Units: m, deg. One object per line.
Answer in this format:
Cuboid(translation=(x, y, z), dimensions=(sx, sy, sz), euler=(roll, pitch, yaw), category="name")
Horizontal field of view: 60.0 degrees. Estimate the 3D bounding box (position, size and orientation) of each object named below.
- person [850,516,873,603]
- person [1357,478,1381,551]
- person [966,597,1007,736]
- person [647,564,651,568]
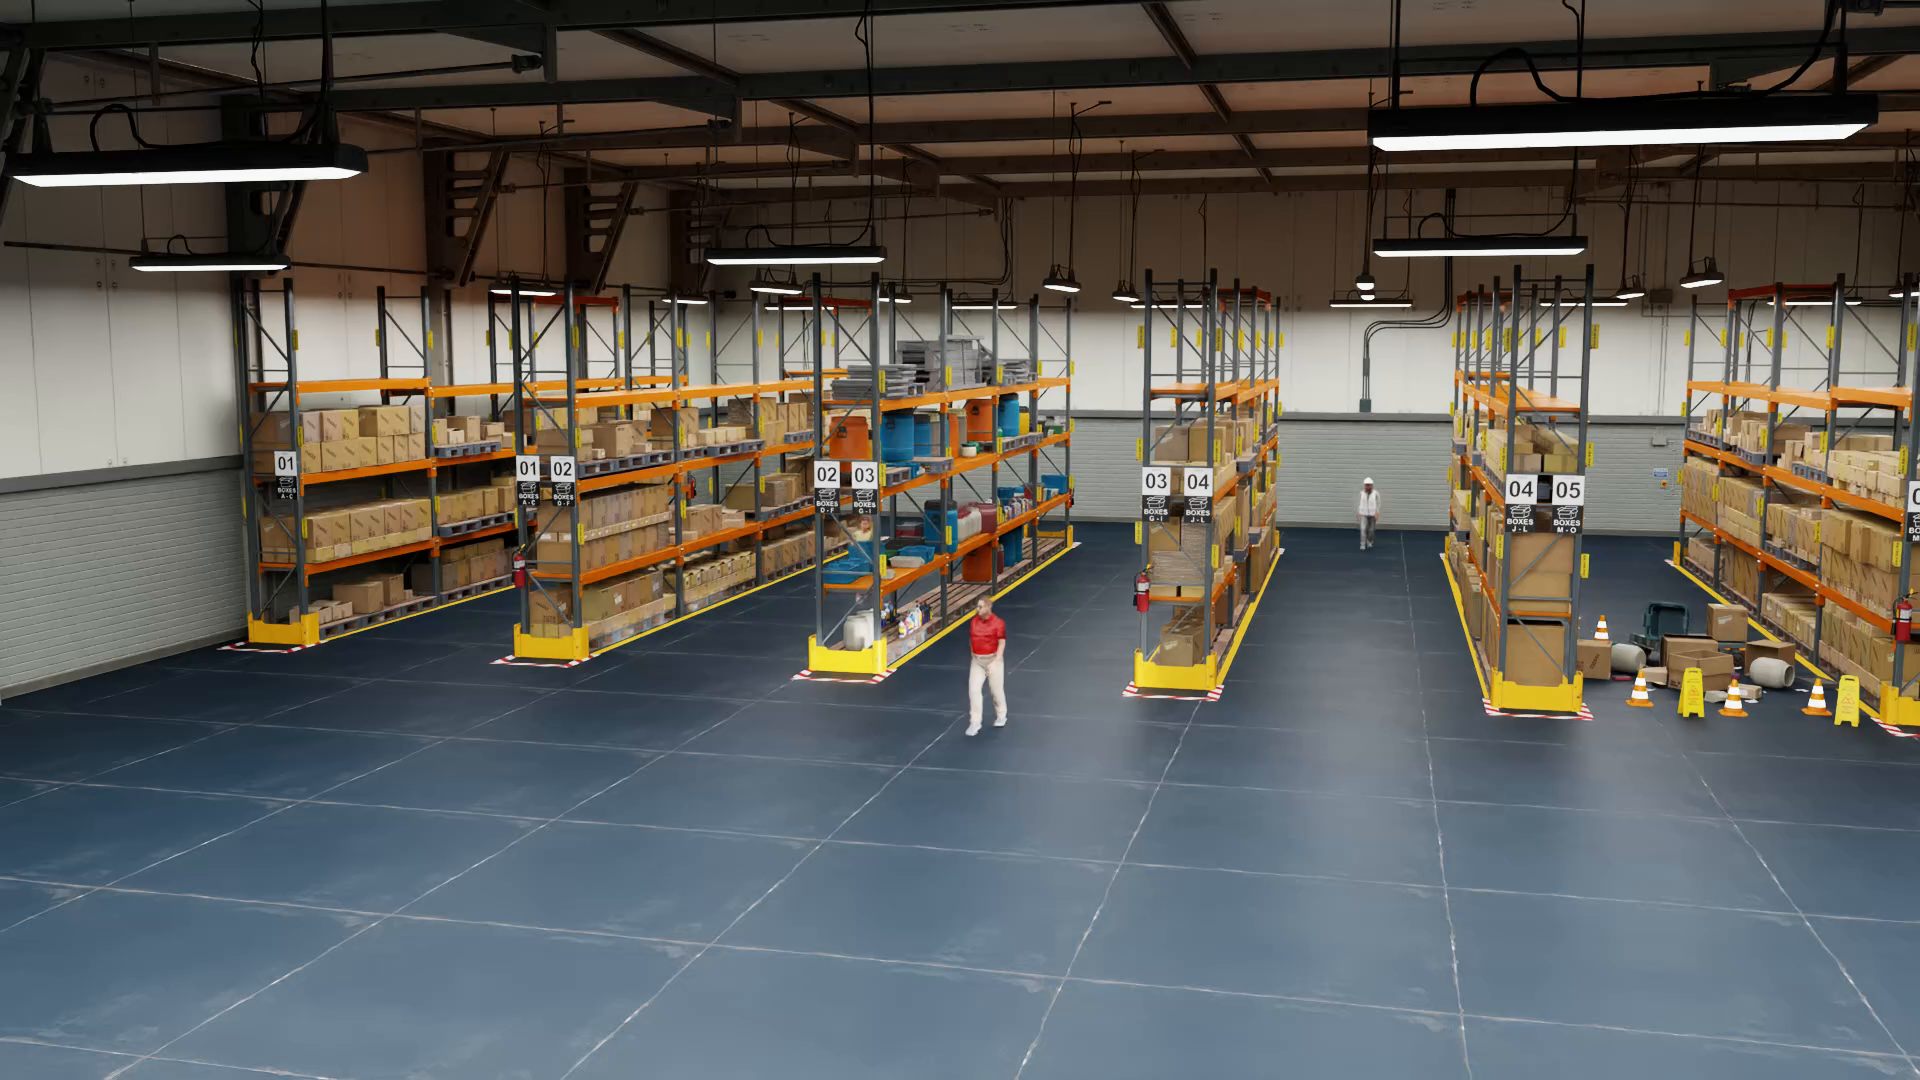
Cuboid(translation=(-1.764, 0.360, 30.388), dimensions=(0.524, 1.591, 0.760), euler=(1, 7, 8), category="person")
Cuboid(translation=(9.758, -0.625, 39.655), dimensions=(0.531, 1.707, 1.081), euler=(1, 7, 9), category="person")
Cuboid(translation=(0.319, 1.604, 21.377), dimensions=(0.561, 1.742, 0.812), euler=(3, 8, 26), category="person")
Cuboid(translation=(-6.756, -0.014, 34.986), dimensions=(0.671, 1.674, 0.631), euler=(2, 7, 19), category="person")
